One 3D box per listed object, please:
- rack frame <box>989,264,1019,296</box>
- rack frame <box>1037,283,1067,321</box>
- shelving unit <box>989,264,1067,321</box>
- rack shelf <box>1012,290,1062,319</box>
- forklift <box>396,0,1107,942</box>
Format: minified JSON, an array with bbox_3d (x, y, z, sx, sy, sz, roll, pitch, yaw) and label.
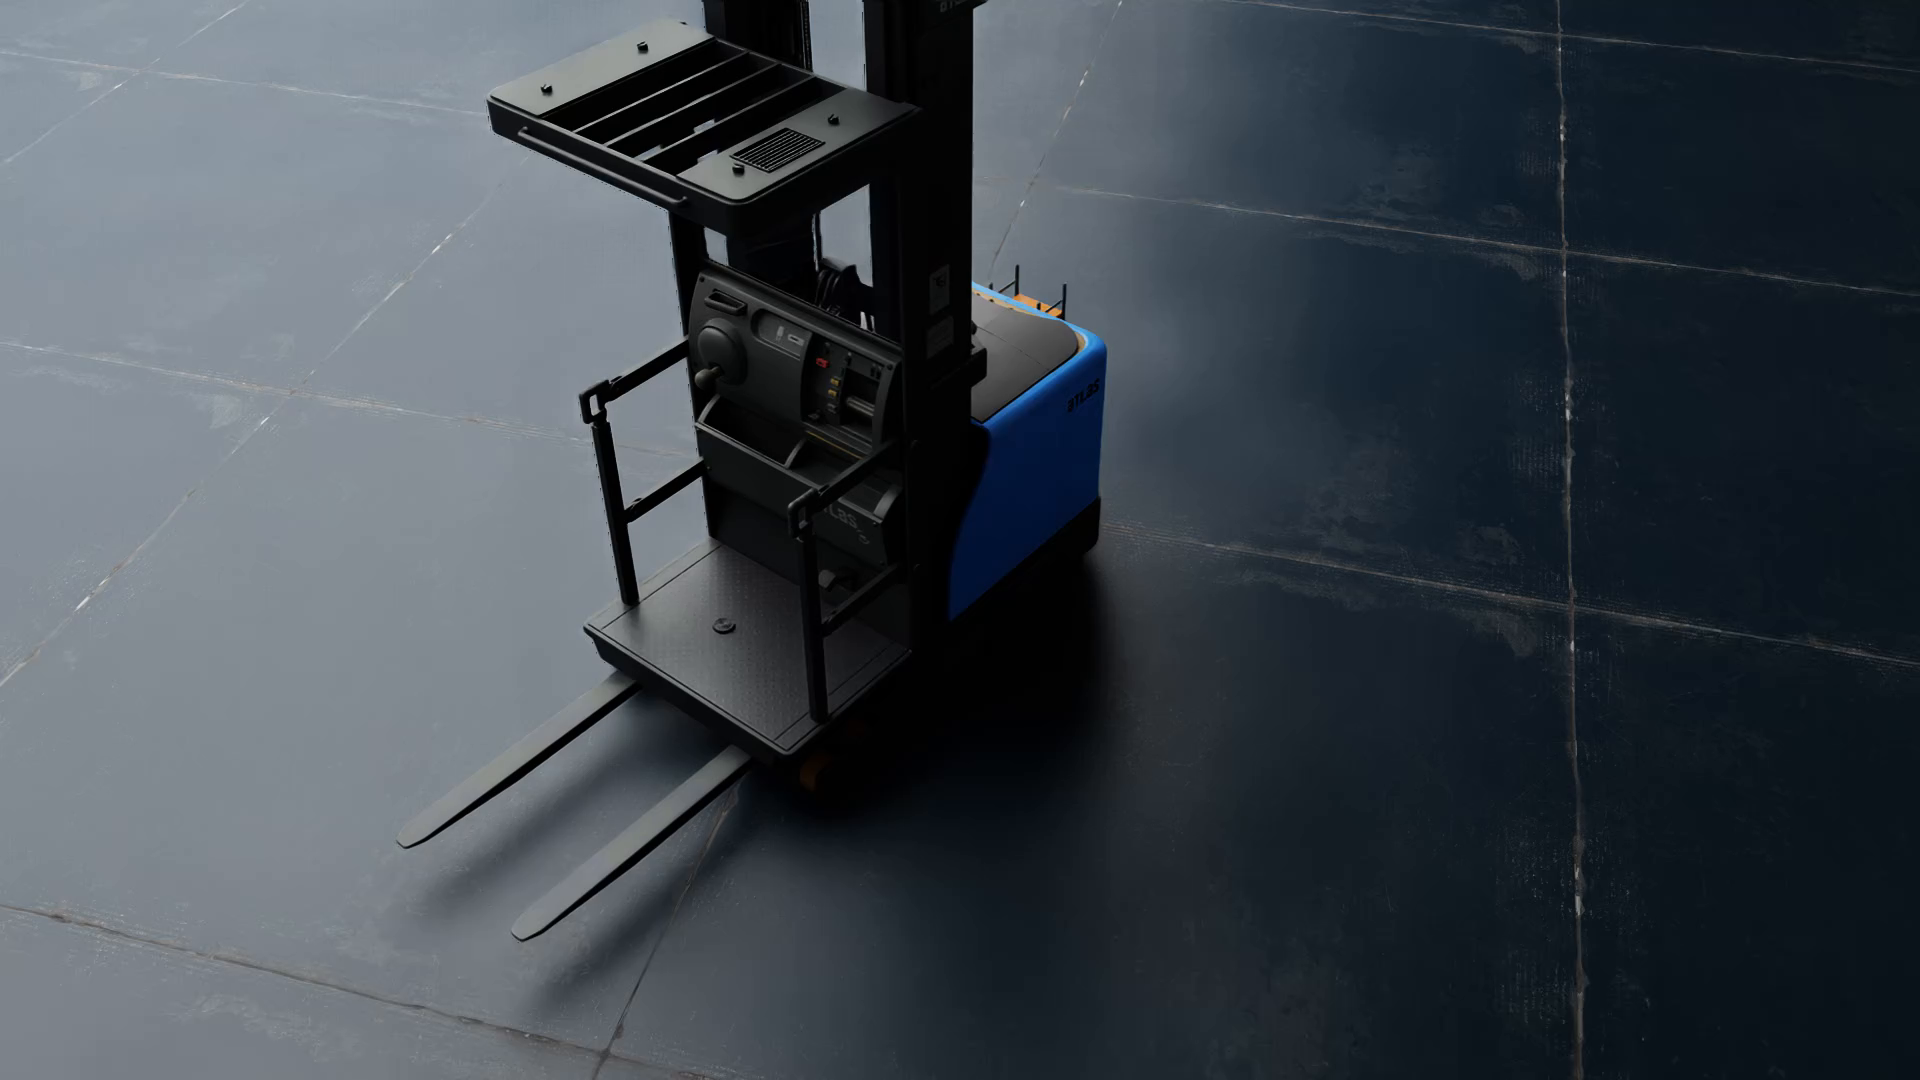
[{"bbox_3d":[0.185,-0.708,7.276,0.008,1.050,0.200,27,47,28],"label":"rack frame"},{"bbox_3d":[0.377,-0.611,7.161,0.008,1.050,0.200,27,47,28],"label":"rack frame"},{"bbox_3d":[0.281,-0.659,7.219,0.252,1.050,0.215,27,47,28],"label":"shelving unit"},{"bbox_3d":[0.281,-0.868,7.043,0.240,0.259,0.215,27,47,28],"label":"rack shelf"},{"bbox_3d":[-0.721,-0.549,5.624,1.130,2.935,3.031,27,47,29],"label":"forklift"}]
